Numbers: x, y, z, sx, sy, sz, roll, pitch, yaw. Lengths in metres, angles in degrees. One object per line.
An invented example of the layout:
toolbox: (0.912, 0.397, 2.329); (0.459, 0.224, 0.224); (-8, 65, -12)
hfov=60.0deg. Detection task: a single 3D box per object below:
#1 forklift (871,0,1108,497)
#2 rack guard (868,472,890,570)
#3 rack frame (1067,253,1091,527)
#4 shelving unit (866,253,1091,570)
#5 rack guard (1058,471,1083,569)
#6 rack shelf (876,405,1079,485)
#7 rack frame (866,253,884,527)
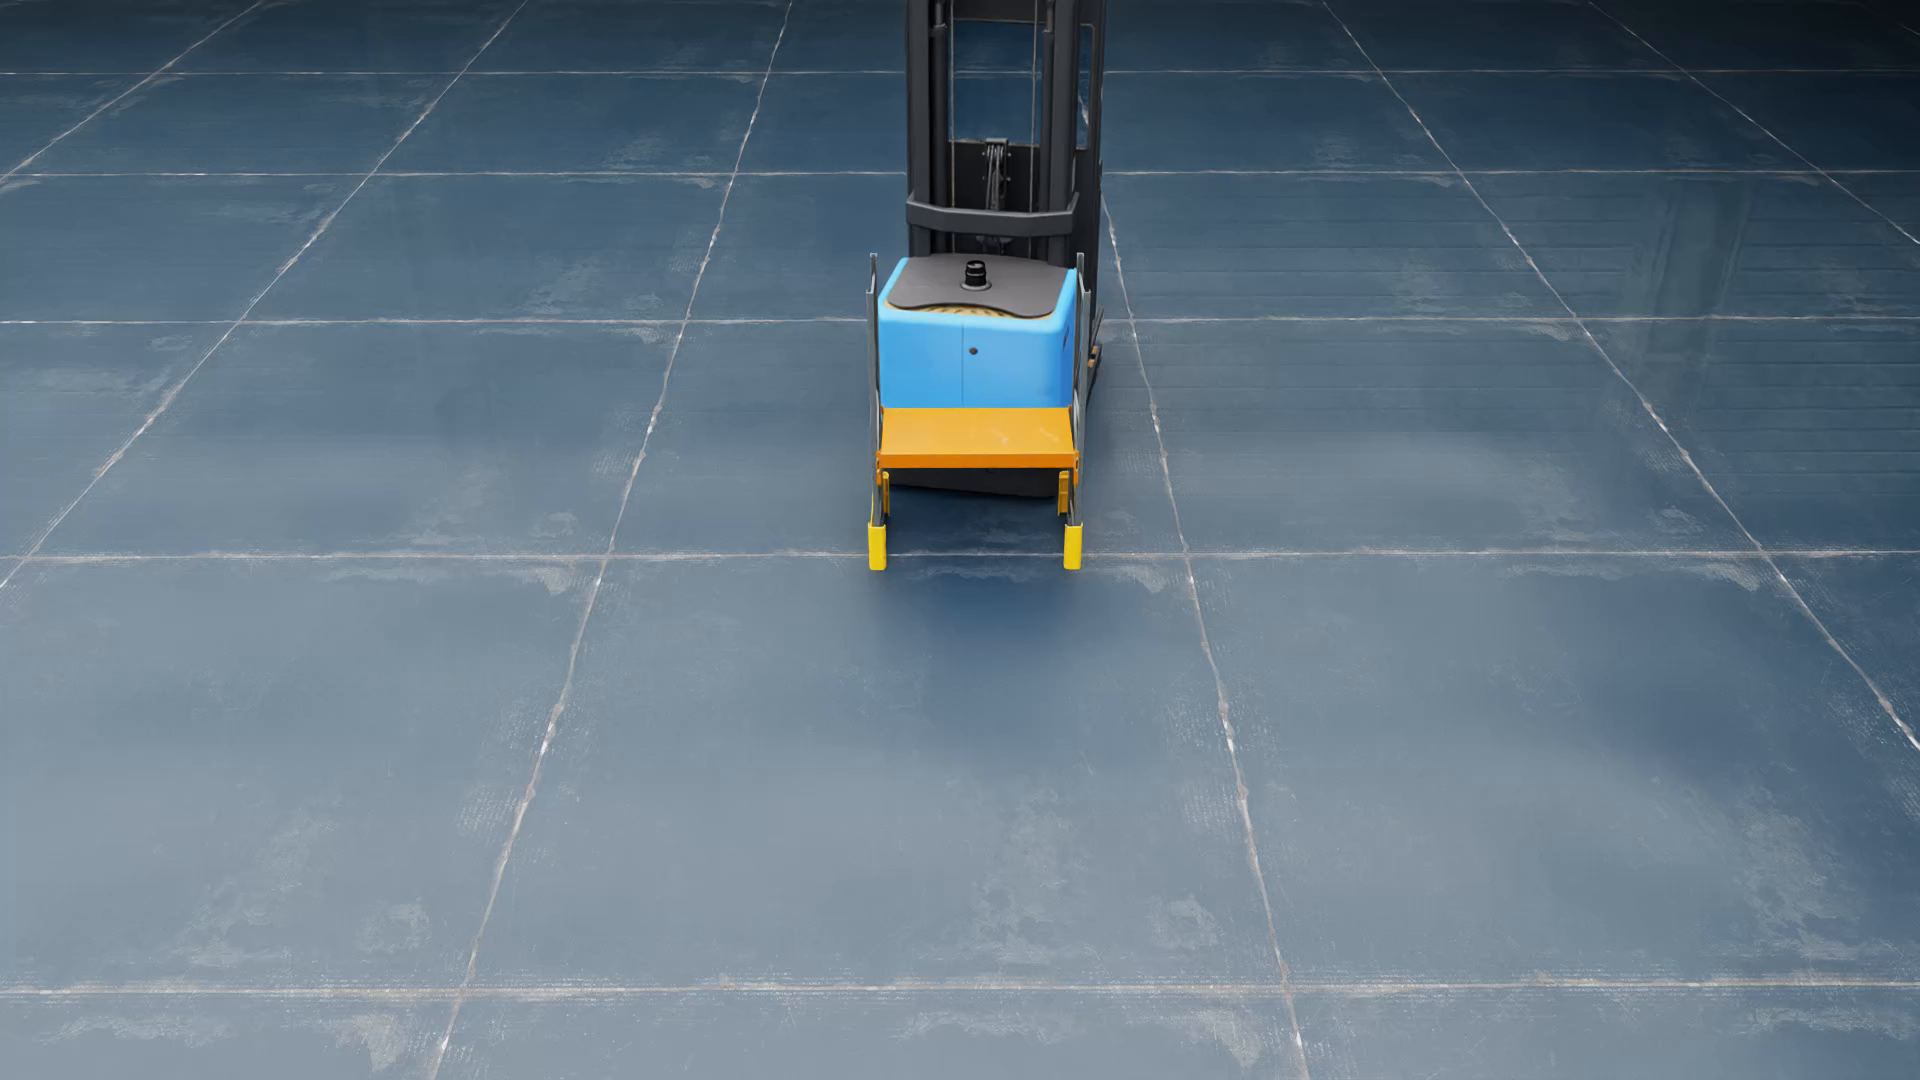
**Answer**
forklift: (0.287, -2.235, 9.608); (1.130, 2.935, 3.031); (5, 32, 9)
rack guard: (-0.422, -0.106, 8.683); (0.087, 0.250, 0.587); (0, 31, 0)
rack frame: (0.594, -0.643, 8.364); (0.032, 1.500, 0.500); (0, 31, 0)
shelving unit: (0.076, -0.641, 8.361); (1.083, 1.500, 0.587); (0, 31, 0)
rack guard: (0.574, -0.109, 8.688); (0.087, 0.250, 0.587); (0, 31, 0)
rack shelf: (0.085, -0.488, 8.455); (1.000, 0.185, 0.538); (0, 31, 0)
rack frame: (-0.423, -0.640, 8.359); (0.032, 1.500, 0.500); (0, 31, 0)
